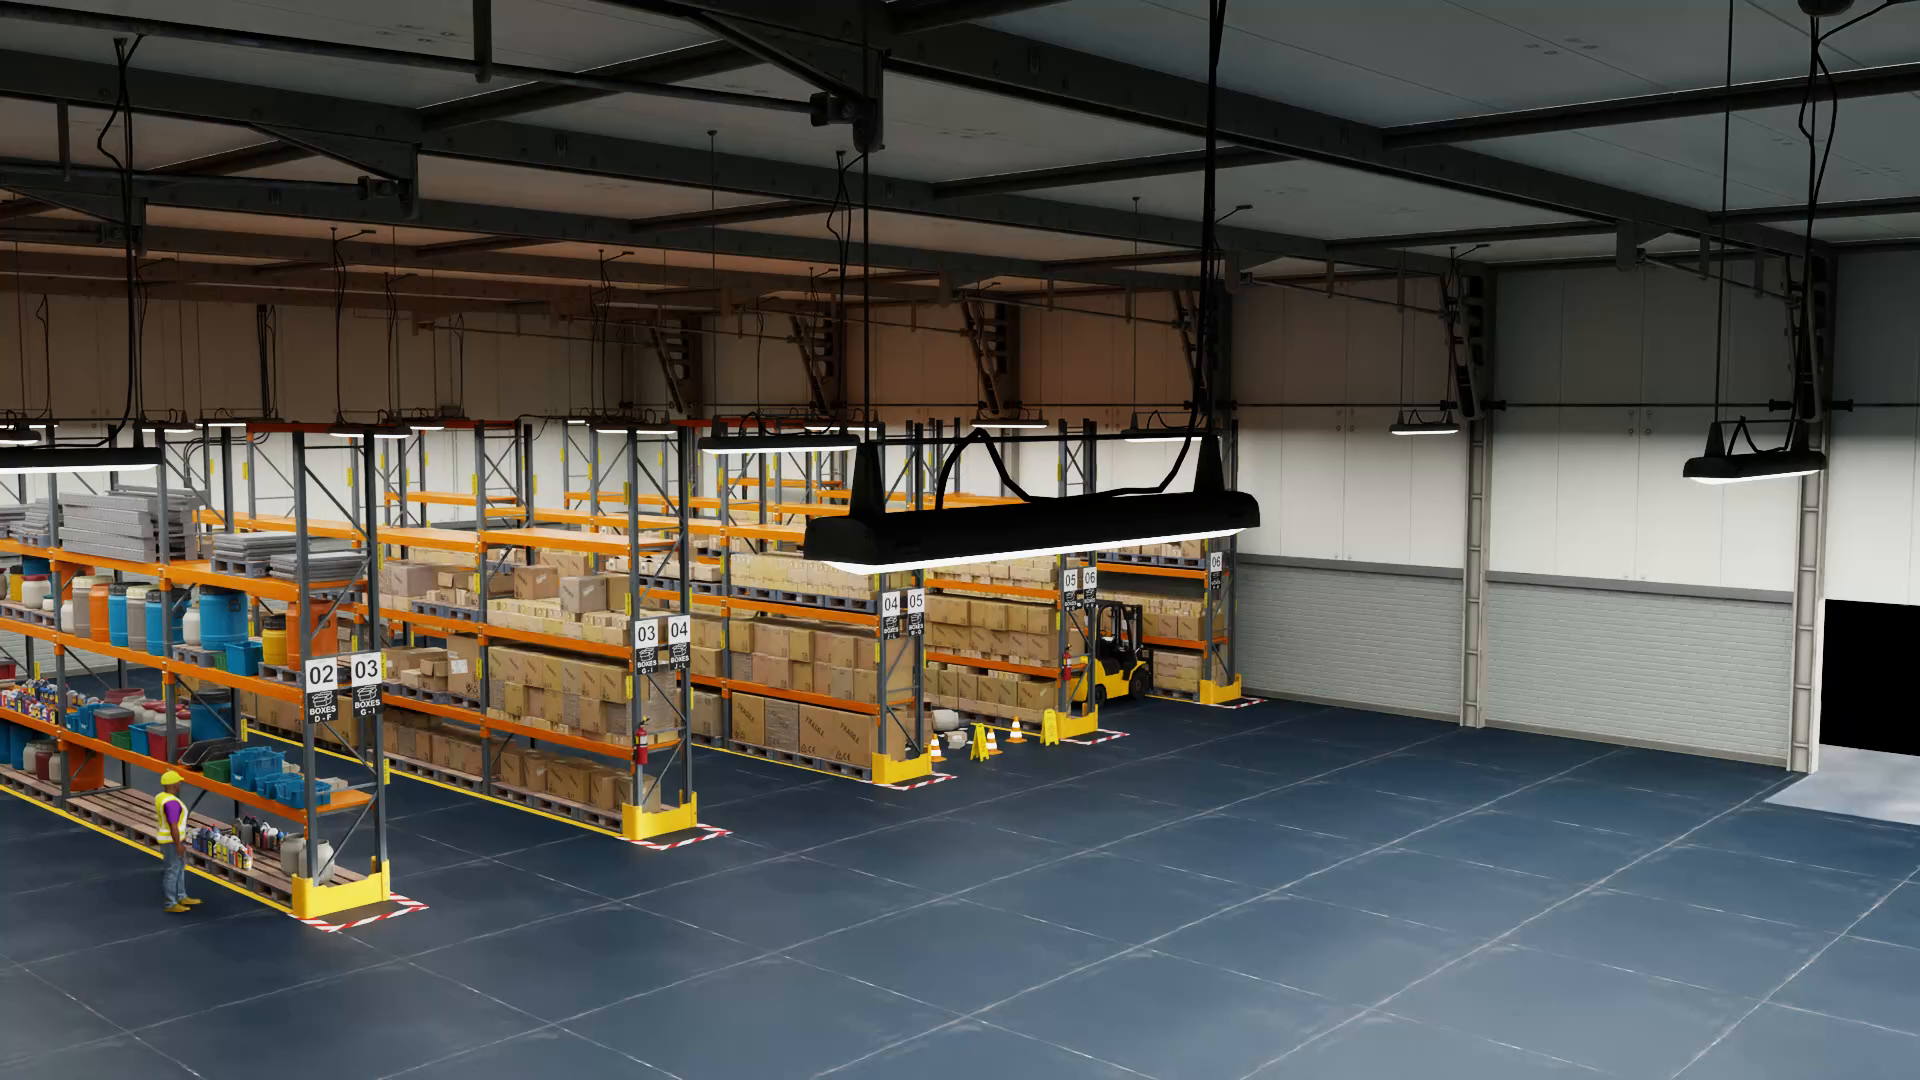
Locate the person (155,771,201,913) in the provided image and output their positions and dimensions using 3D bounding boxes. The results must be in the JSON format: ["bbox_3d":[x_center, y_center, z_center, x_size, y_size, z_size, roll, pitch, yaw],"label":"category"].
[{"bbox_3d":[-9.797,3.757,20.784,0.471,1.768,0.630,-2,5,-19],"label":"person"}]
